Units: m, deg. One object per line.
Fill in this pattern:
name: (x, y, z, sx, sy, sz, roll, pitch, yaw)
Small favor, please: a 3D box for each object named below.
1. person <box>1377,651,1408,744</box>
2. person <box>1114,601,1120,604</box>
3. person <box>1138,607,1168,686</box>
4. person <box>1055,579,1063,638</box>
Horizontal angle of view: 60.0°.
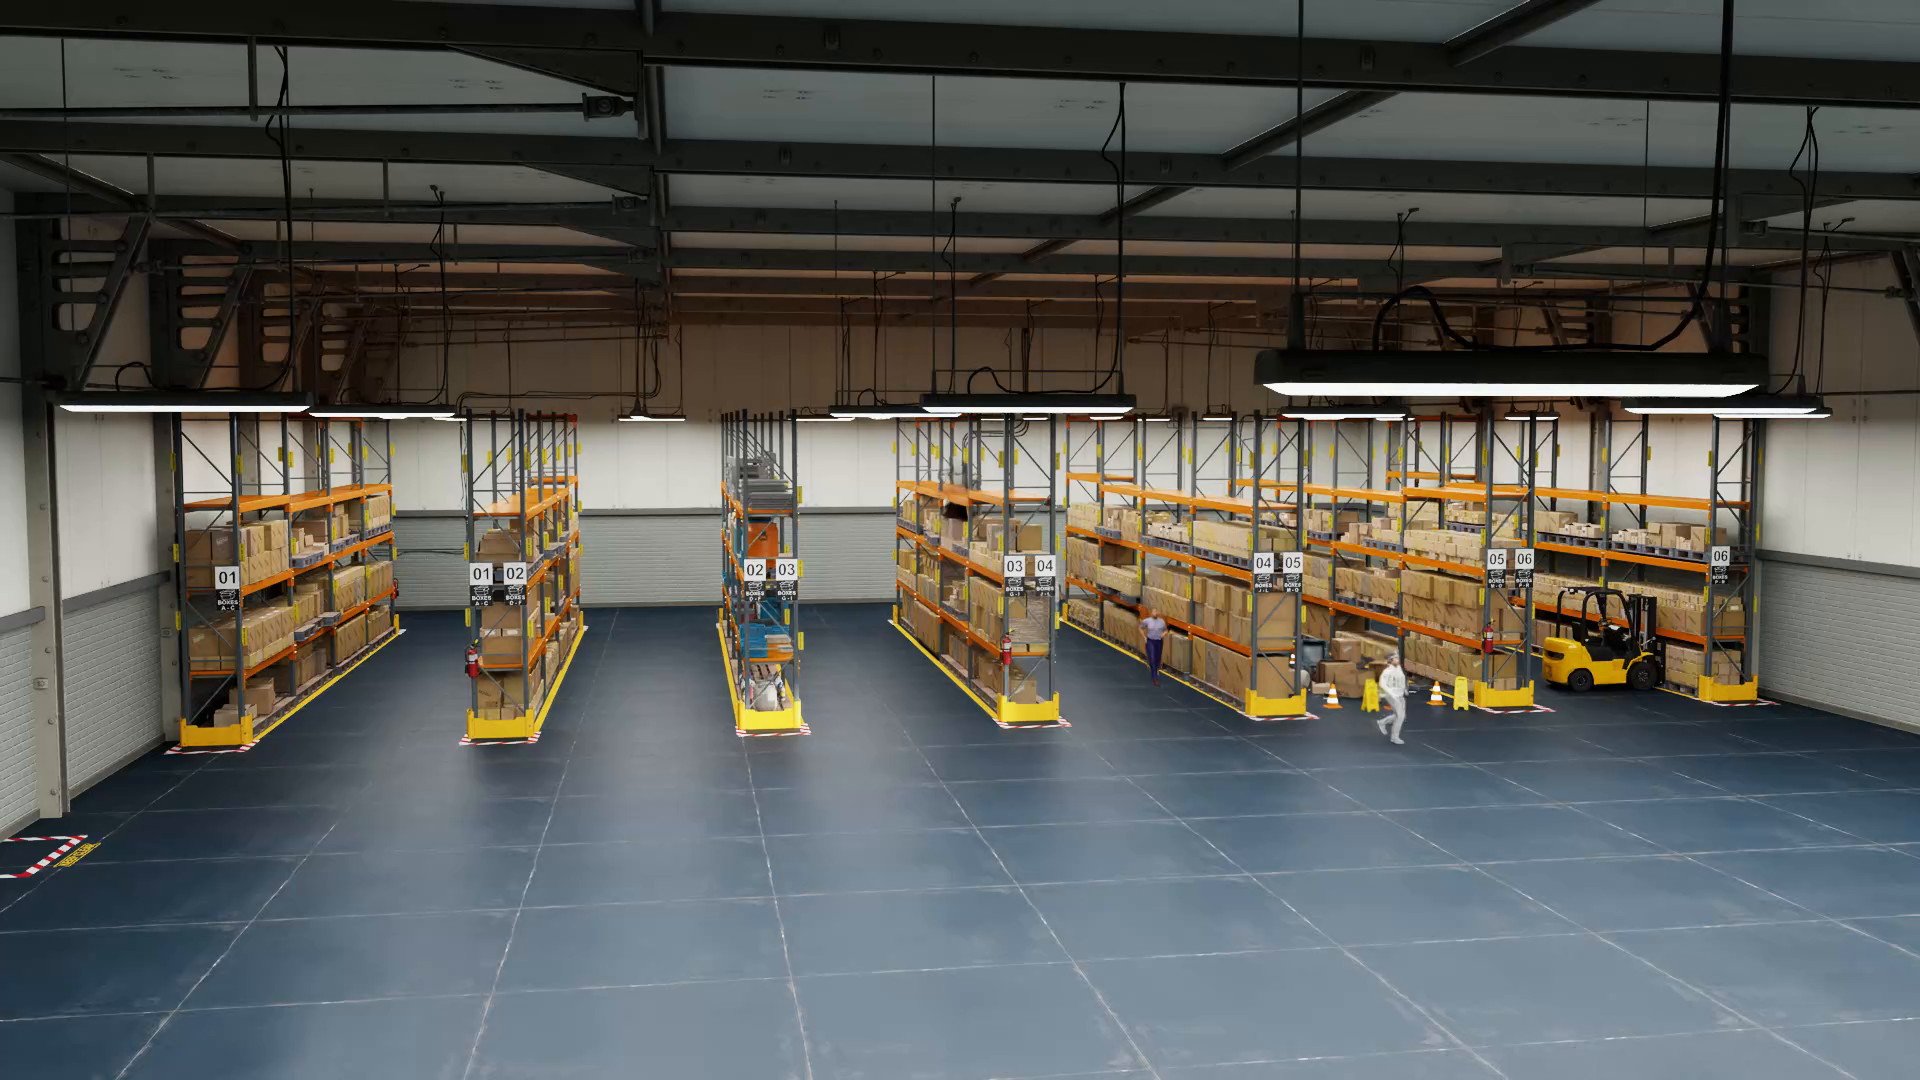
person: (7.784, 2.813, 29.946, 0.616, 1.675, 0.541, -4, 6, -44)
person: (4.674, 1.425, 49.389, 0.713, 1.697, 0.540, -2, 5, -29)
person: (4.168, 2.254, 35.645, 0.617, 1.648, 0.828, -1, 4, -12)
person: (2.468, 1.699, 45.041, 0.663, 1.819, 0.912, 0, 4, -7)
